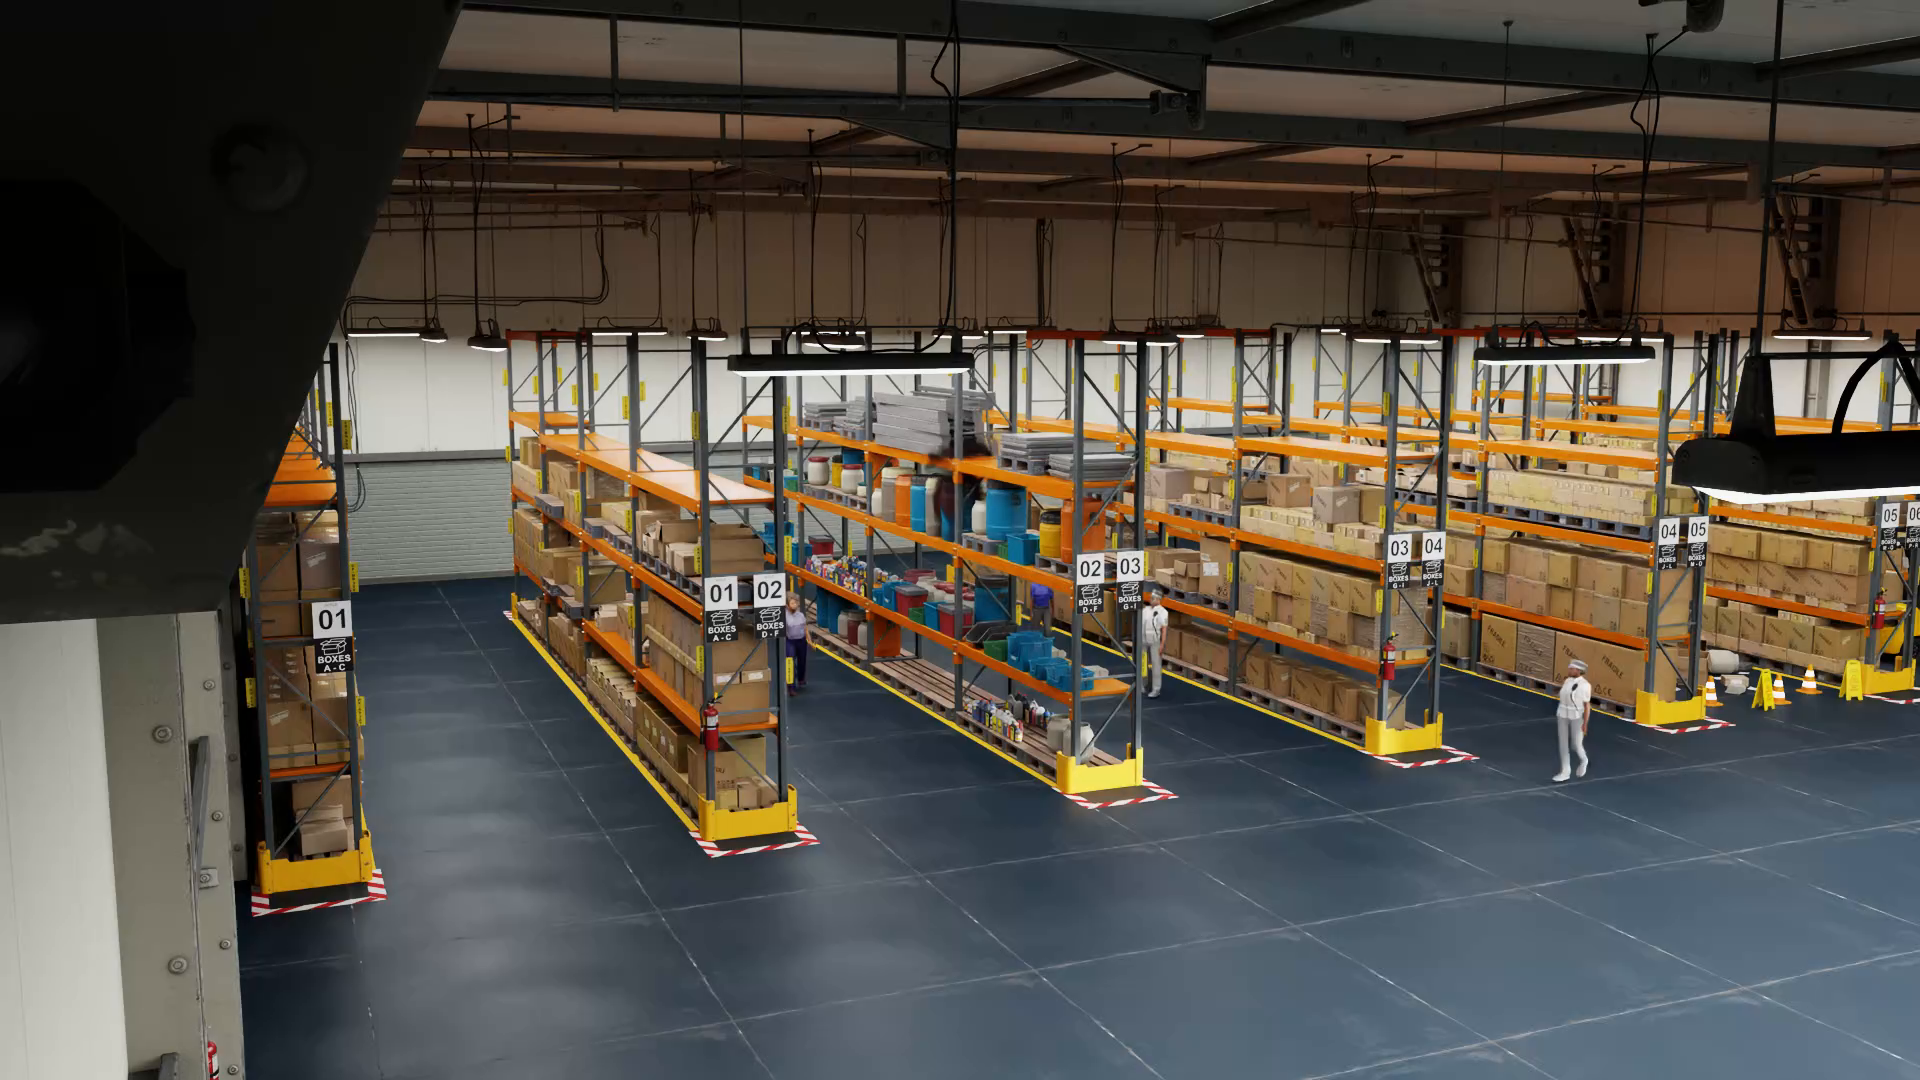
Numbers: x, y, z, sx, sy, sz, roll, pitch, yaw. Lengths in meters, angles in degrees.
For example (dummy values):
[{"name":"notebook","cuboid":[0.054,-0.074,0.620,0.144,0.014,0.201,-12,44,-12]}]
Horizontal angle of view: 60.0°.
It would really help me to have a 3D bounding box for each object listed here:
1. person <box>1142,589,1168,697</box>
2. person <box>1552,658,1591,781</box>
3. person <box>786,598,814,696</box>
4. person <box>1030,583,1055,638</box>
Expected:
[{"name":"person","cuboid":[3.168,1.708,27.689,0.547,1.764,0.618,4,9,27]},{"name":"person","cuboid":[8.322,2.429,22.556,0.457,1.681,0.490,6,10,39]},{"name":"person","cuboid":[-2.753,1.753,27.765,0.576,1.592,0.947,-2,8,-14]},{"name":"person","cuboid":[1.478,1.340,30.761,0.490,1.620,0.645,-3,8,-24]}]
